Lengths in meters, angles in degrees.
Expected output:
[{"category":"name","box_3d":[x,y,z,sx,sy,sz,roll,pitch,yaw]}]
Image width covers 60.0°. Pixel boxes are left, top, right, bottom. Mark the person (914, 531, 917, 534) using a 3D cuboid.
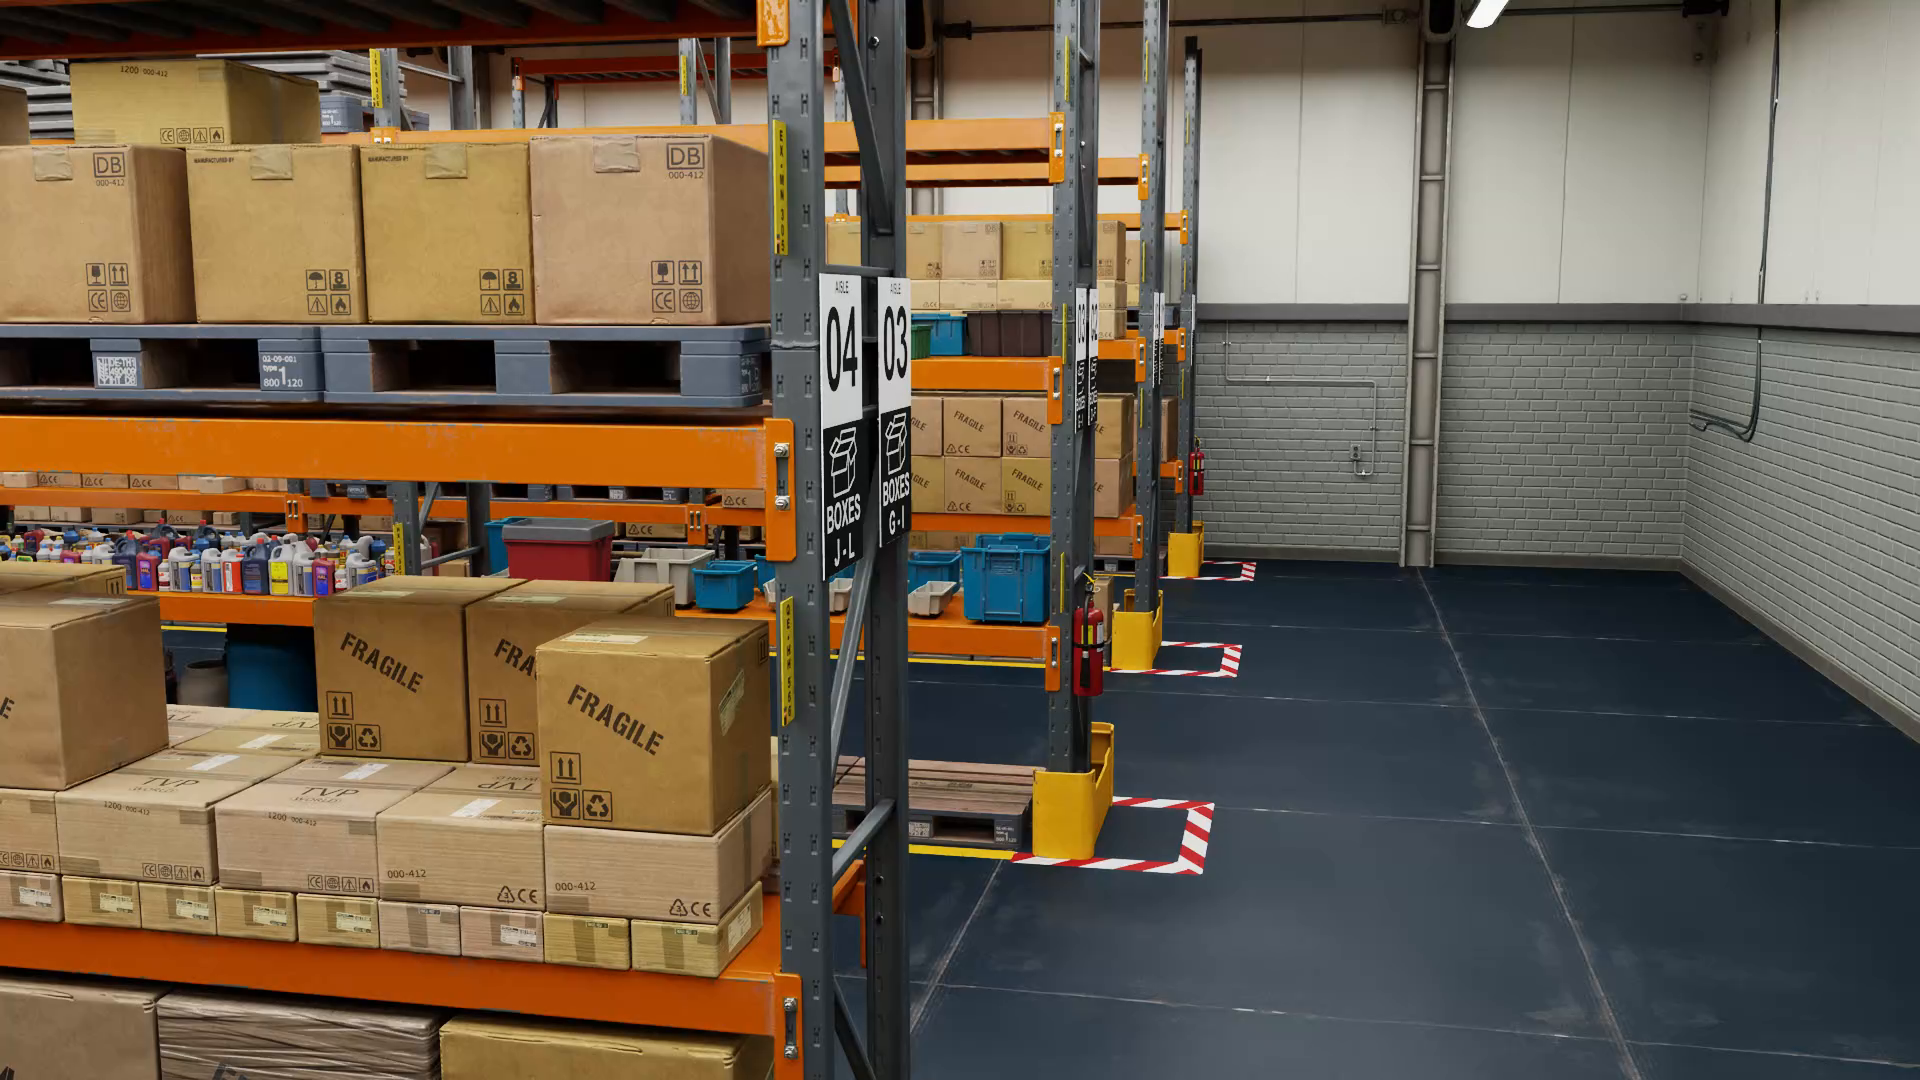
[{"category":"person","box_3d":[-0.708,-0.175,17.580,0.675,1.621,0.449,6,10,37]}]
